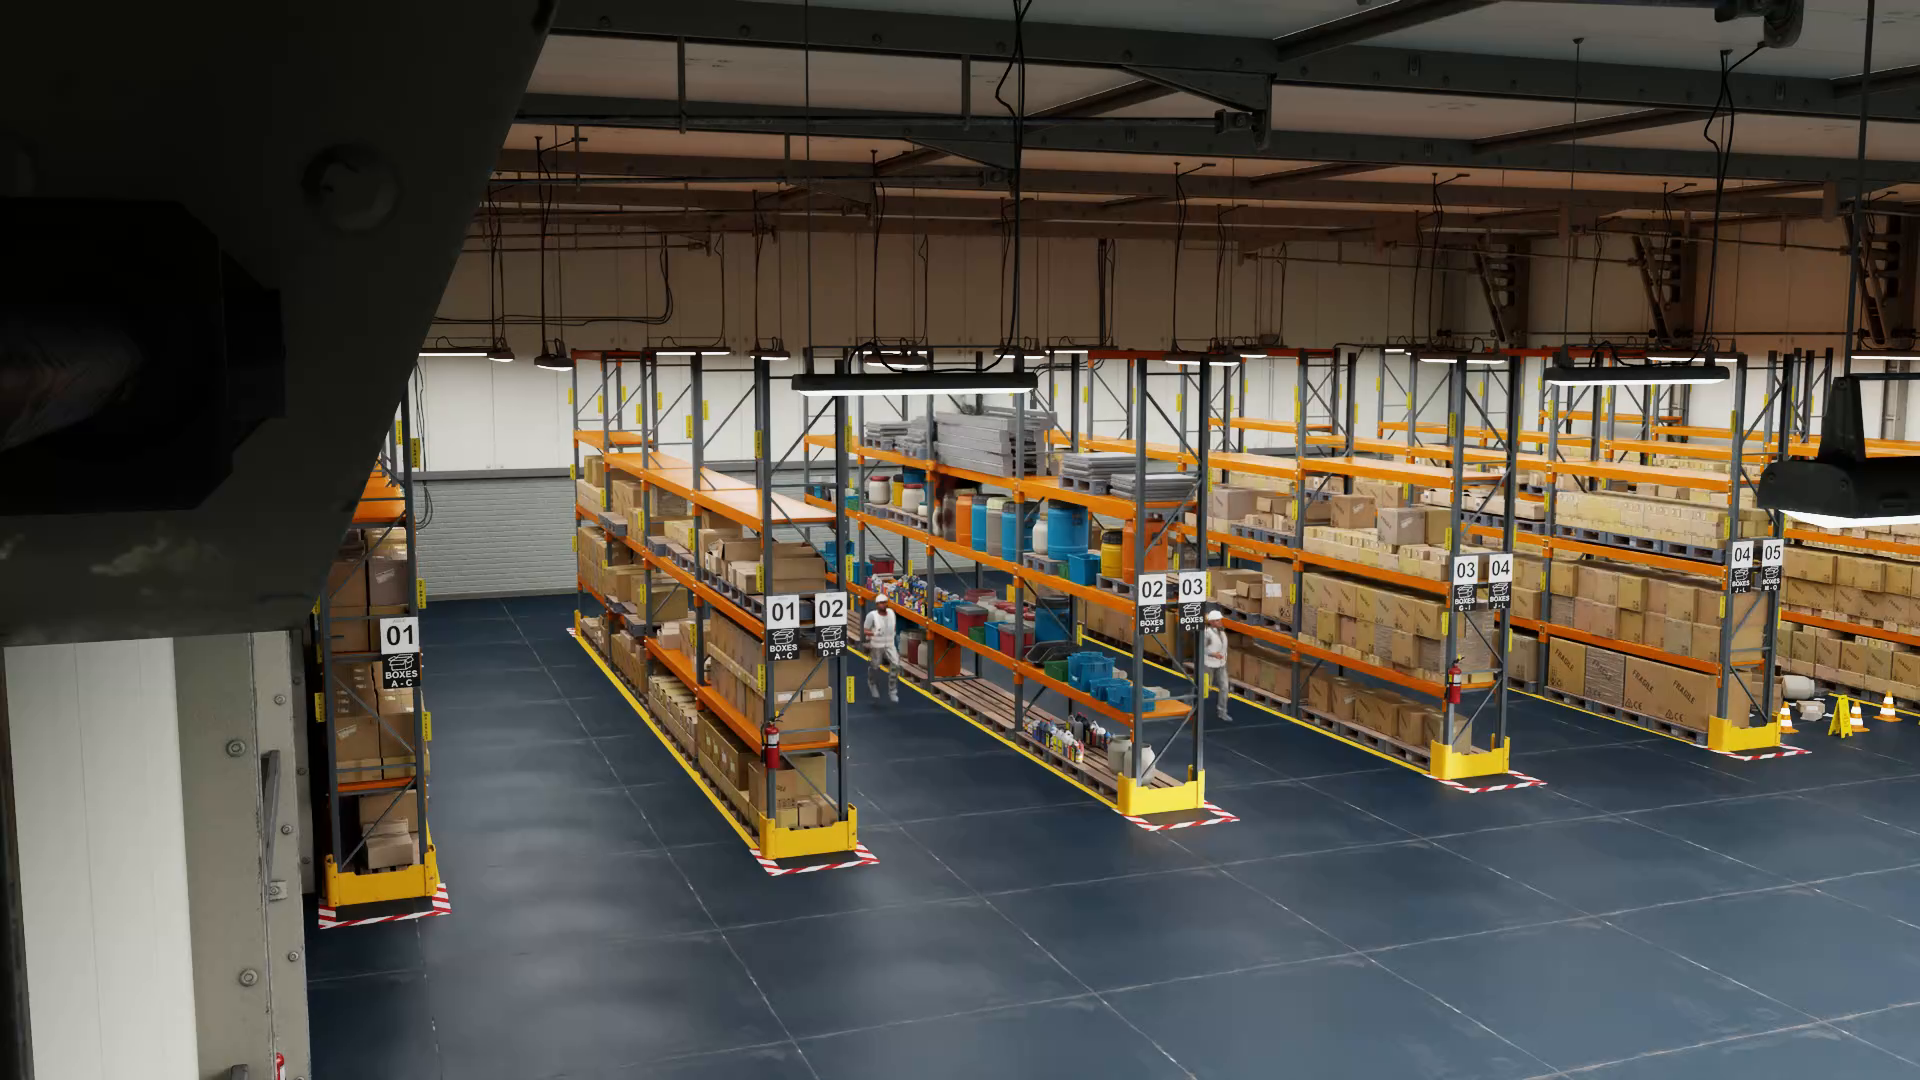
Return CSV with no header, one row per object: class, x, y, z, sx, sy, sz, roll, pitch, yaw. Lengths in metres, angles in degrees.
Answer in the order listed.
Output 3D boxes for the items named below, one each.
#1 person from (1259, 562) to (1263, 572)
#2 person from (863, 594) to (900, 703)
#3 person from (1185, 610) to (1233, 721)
person,7.548,0.415,41.107,0.668,1.611,0.576,-5,9,-33
person,-1.307,1.791,27.834,0.672,1.792,0.924,-3,8,-22
person,4.053,1.996,26.836,0.646,1.764,0.927,-5,9,-36
